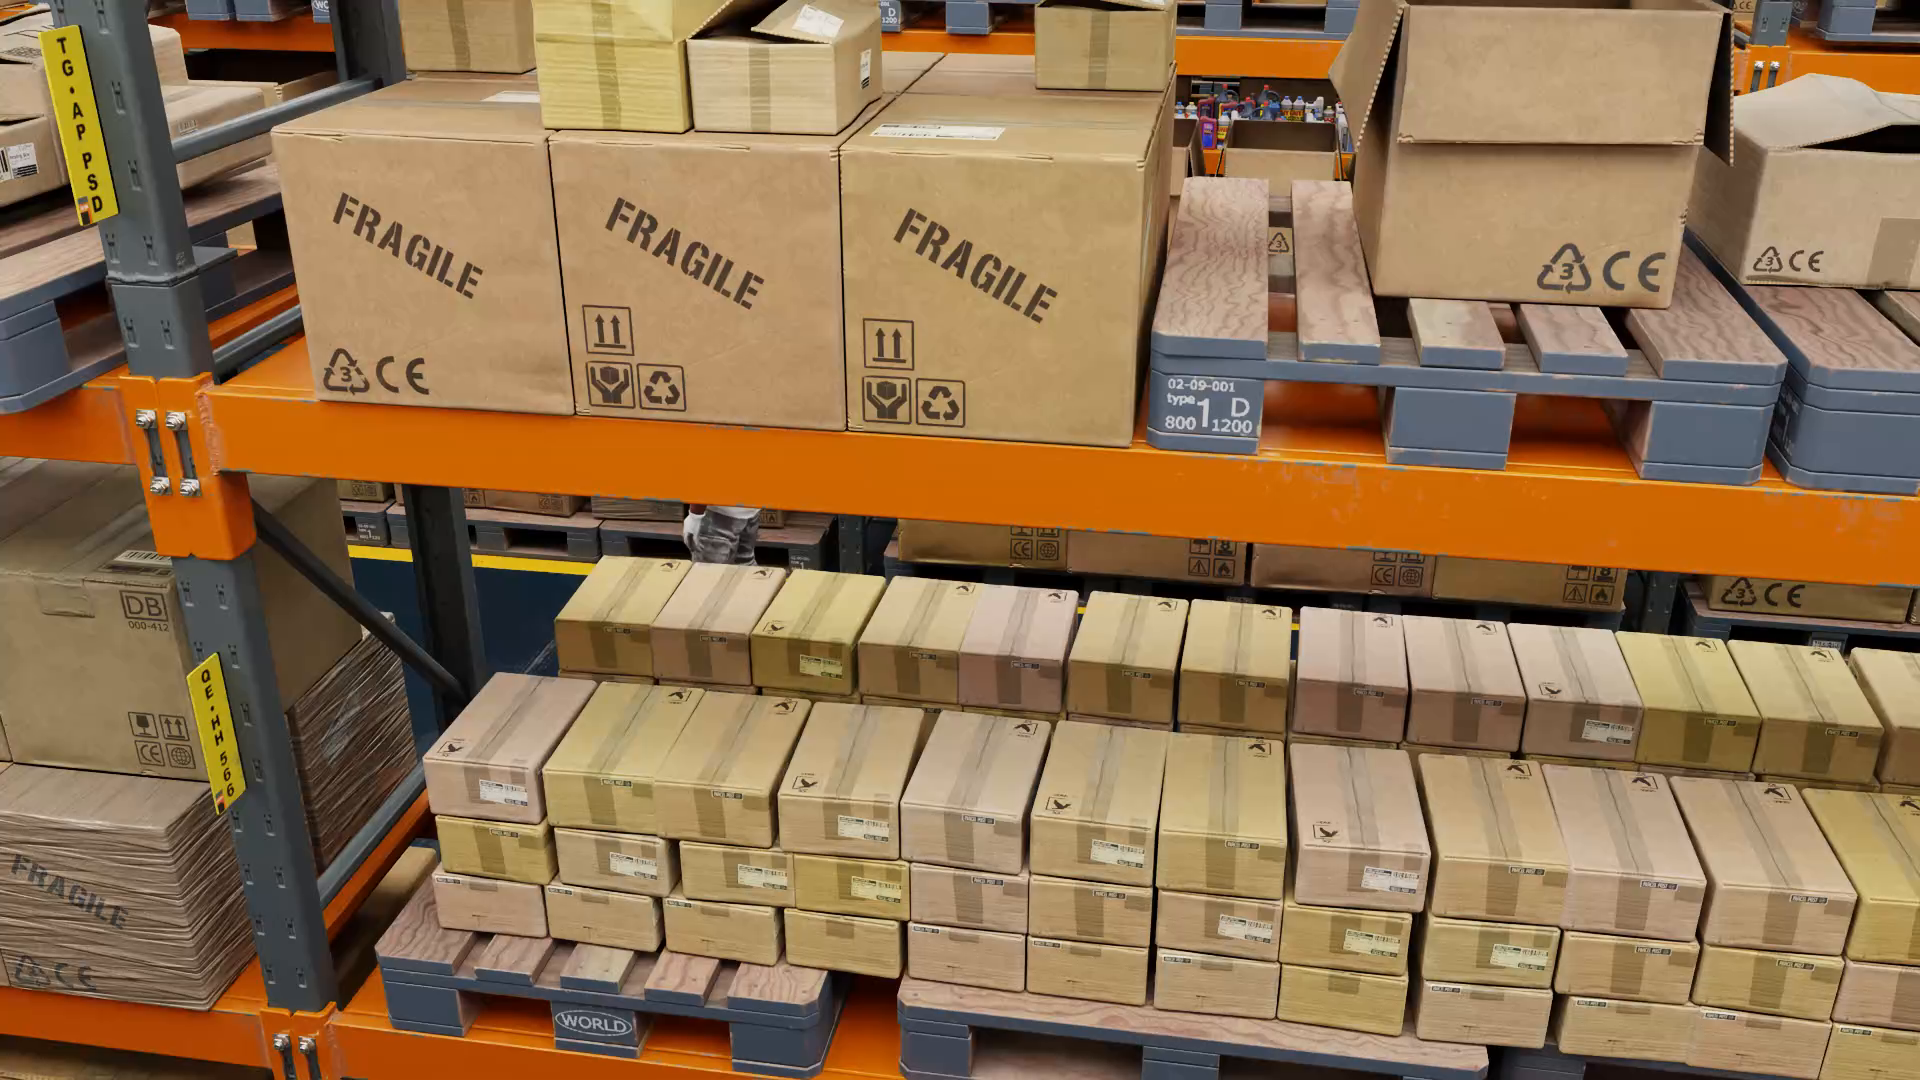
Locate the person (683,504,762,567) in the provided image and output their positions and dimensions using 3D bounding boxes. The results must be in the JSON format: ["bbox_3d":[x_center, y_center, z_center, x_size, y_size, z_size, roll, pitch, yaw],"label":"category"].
[{"bbox_3d":[-1.085,-0.196,7.521,0.452,1.772,0.625,7,26,14],"label":"person"}]
